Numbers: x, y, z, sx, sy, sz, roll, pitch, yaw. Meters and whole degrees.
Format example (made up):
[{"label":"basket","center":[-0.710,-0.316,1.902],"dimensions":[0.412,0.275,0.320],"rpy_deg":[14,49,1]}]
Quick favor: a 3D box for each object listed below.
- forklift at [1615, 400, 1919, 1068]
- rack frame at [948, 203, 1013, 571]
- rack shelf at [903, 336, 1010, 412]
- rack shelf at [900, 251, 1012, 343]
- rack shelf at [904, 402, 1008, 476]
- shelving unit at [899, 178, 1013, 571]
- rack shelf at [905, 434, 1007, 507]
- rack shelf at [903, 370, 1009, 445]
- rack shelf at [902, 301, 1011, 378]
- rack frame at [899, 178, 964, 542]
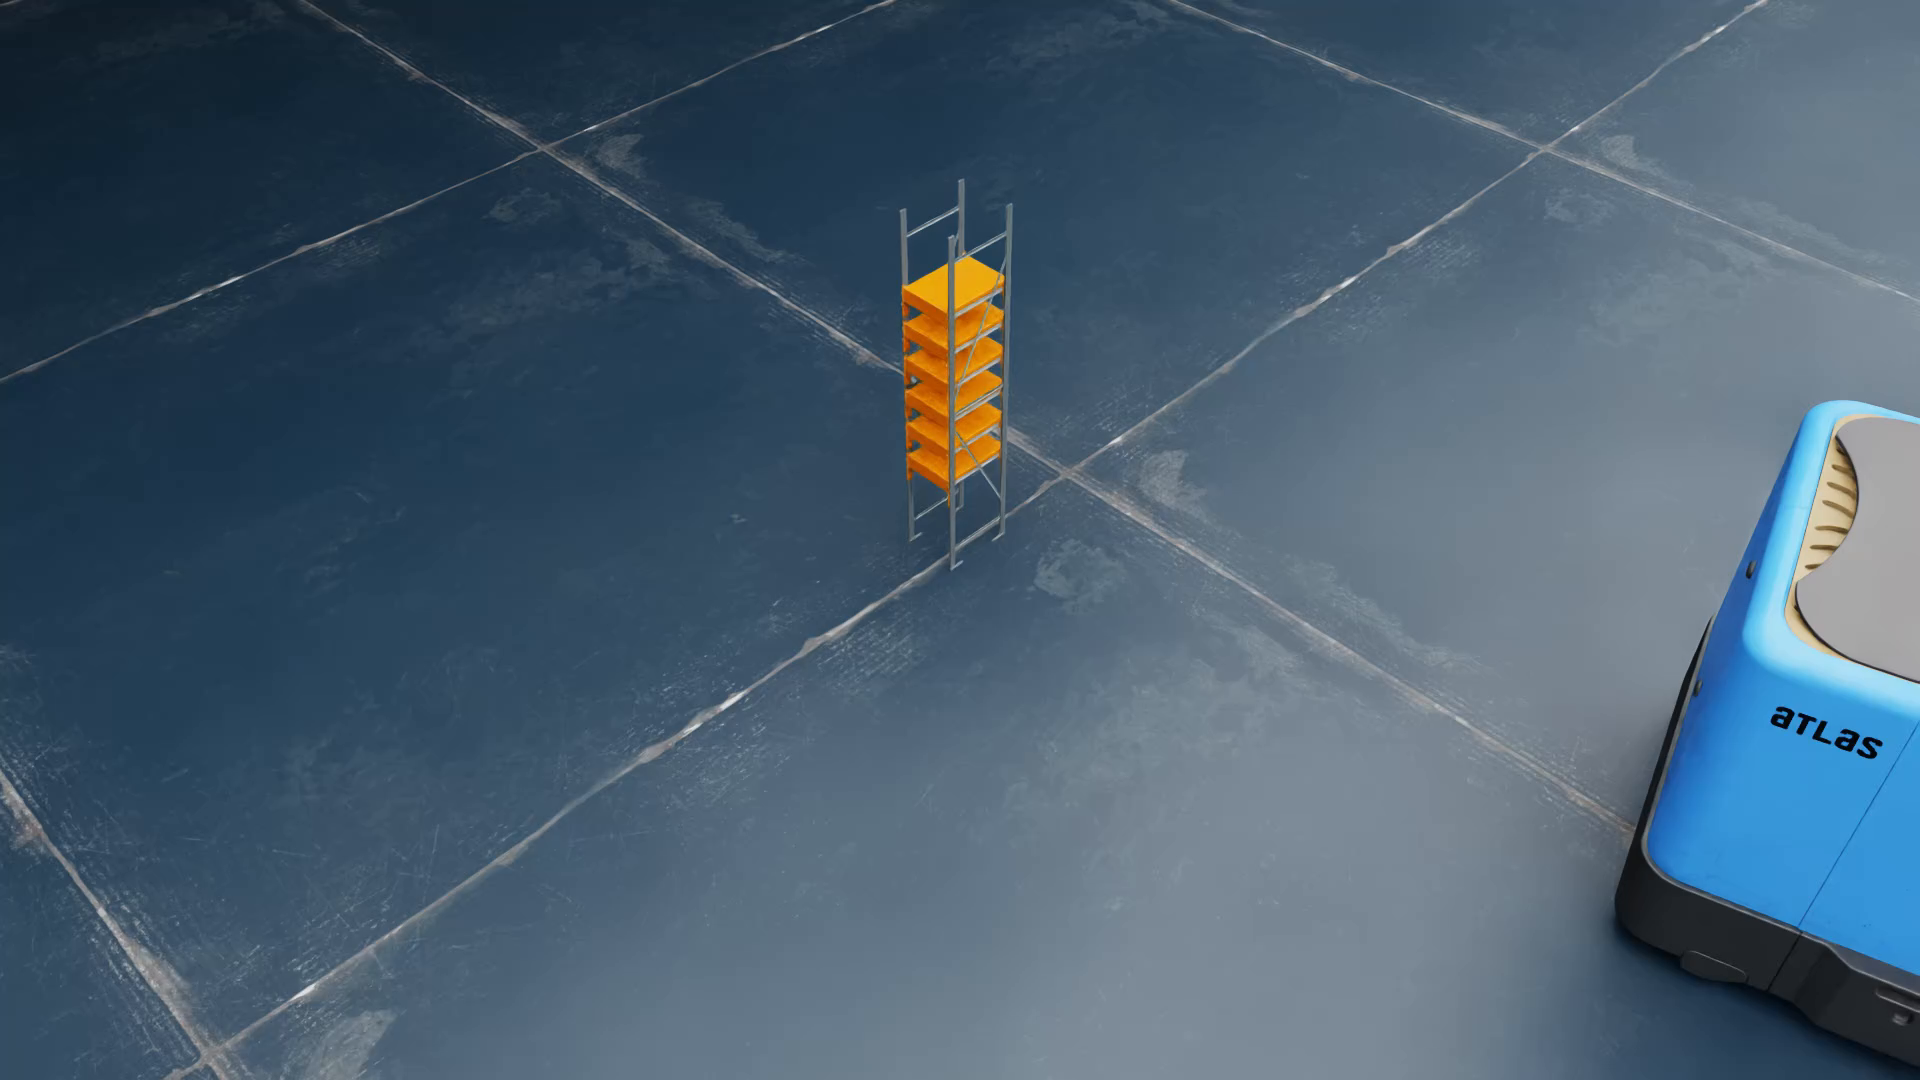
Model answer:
[{"label":"forklift","center":[3.174,0.119,2.961],"dimensions":[3.031,2.935,1.130],"rpy_deg":[21,47,21]},{"label":"rack frame","center":[0.054,-0.404,4.803],"dimensions":[0.240,1.200,0.006],"rpy_deg":[-34,53,-31]},{"label":"rack shelf","center":[-0.010,-0.503,4.799],"dimensions":[0.258,0.103,0.180],"rpy_deg":[-34,53,-31]},{"label":"rack shelf","center":[-0.010,-0.679,4.636],"dimensions":[0.258,0.103,0.180],"rpy_deg":[-34,53,-31]},{"label":"rack shelf","center":[-0.010,-0.327,4.962],"dimensions":[0.258,0.103,0.180],"rpy_deg":[-34,53,-31]},{"label":"shelving unit","center":[-0.010,-0.448,4.850],"dimensions":[0.258,1.200,0.189],"rpy_deg":[-34,53,-31]},{"label":"rack shelf","center":[-0.010,-0.239,5.043],"dimensions":[0.258,0.103,0.180],"rpy_deg":[-34,53,-31]},{"label":"rack shelf","center":[-0.010,-0.415,4.880],"dimensions":[0.258,0.103,0.180],"rpy_deg":[-34,53,-31]},{"label":"rack shelf","center":[-0.010,-0.591,4.718],"dimensions":[0.258,0.103,0.180],"rpy_deg":[-34,53,-31]},{"label":"rack frame","center":[-0.075,-0.492,4.898],"dimensions":[0.240,1.200,0.006],"rpy_deg":[-34,53,-31]}]
